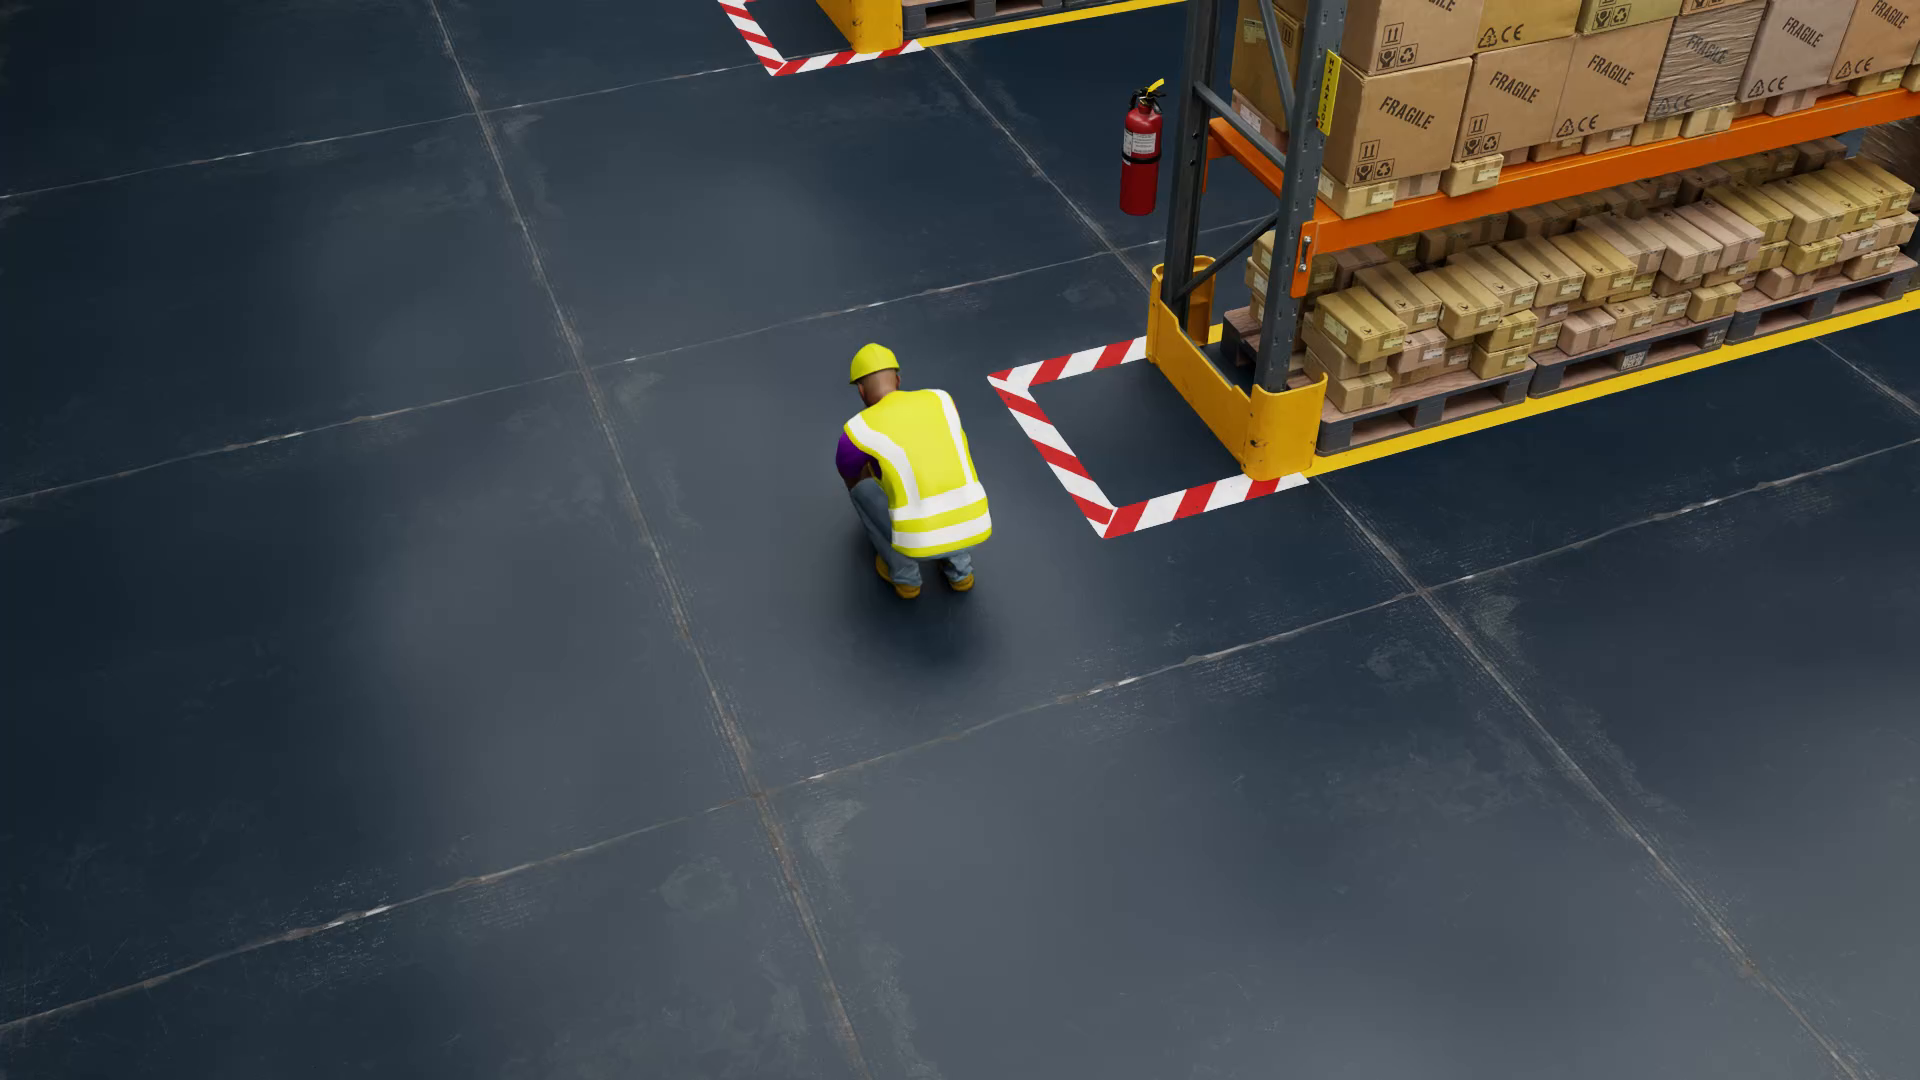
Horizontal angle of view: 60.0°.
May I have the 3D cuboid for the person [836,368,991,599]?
[{"bbox_3d":[-0.224,-0.272,7.059,0.585,0.967,0.874,-15,44,-17],"label":"person"}]
